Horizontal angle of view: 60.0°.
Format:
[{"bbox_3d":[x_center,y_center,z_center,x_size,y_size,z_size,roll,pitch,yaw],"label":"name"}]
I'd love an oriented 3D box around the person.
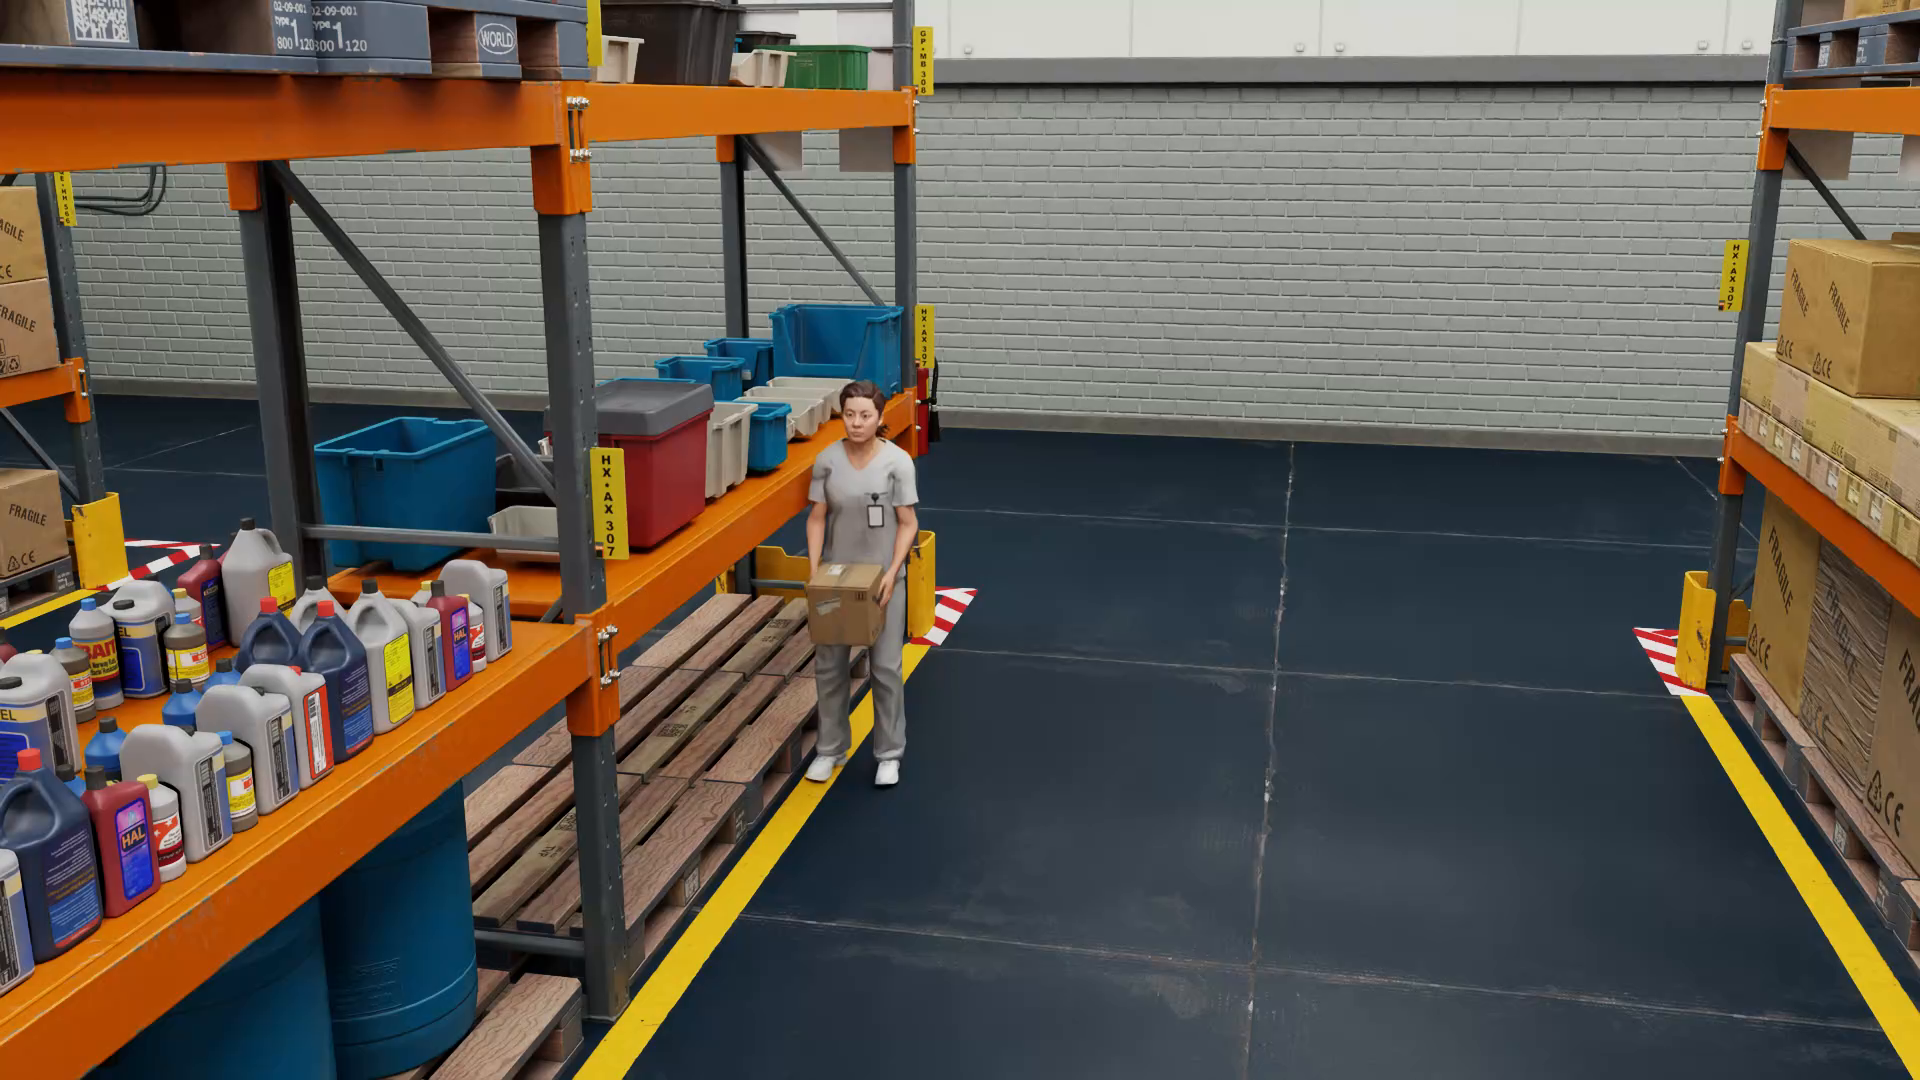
[{"bbox_3d":[-0.406,0.179,6.830,0.466,1.676,0.429,3,15,10],"label":"person"}]
